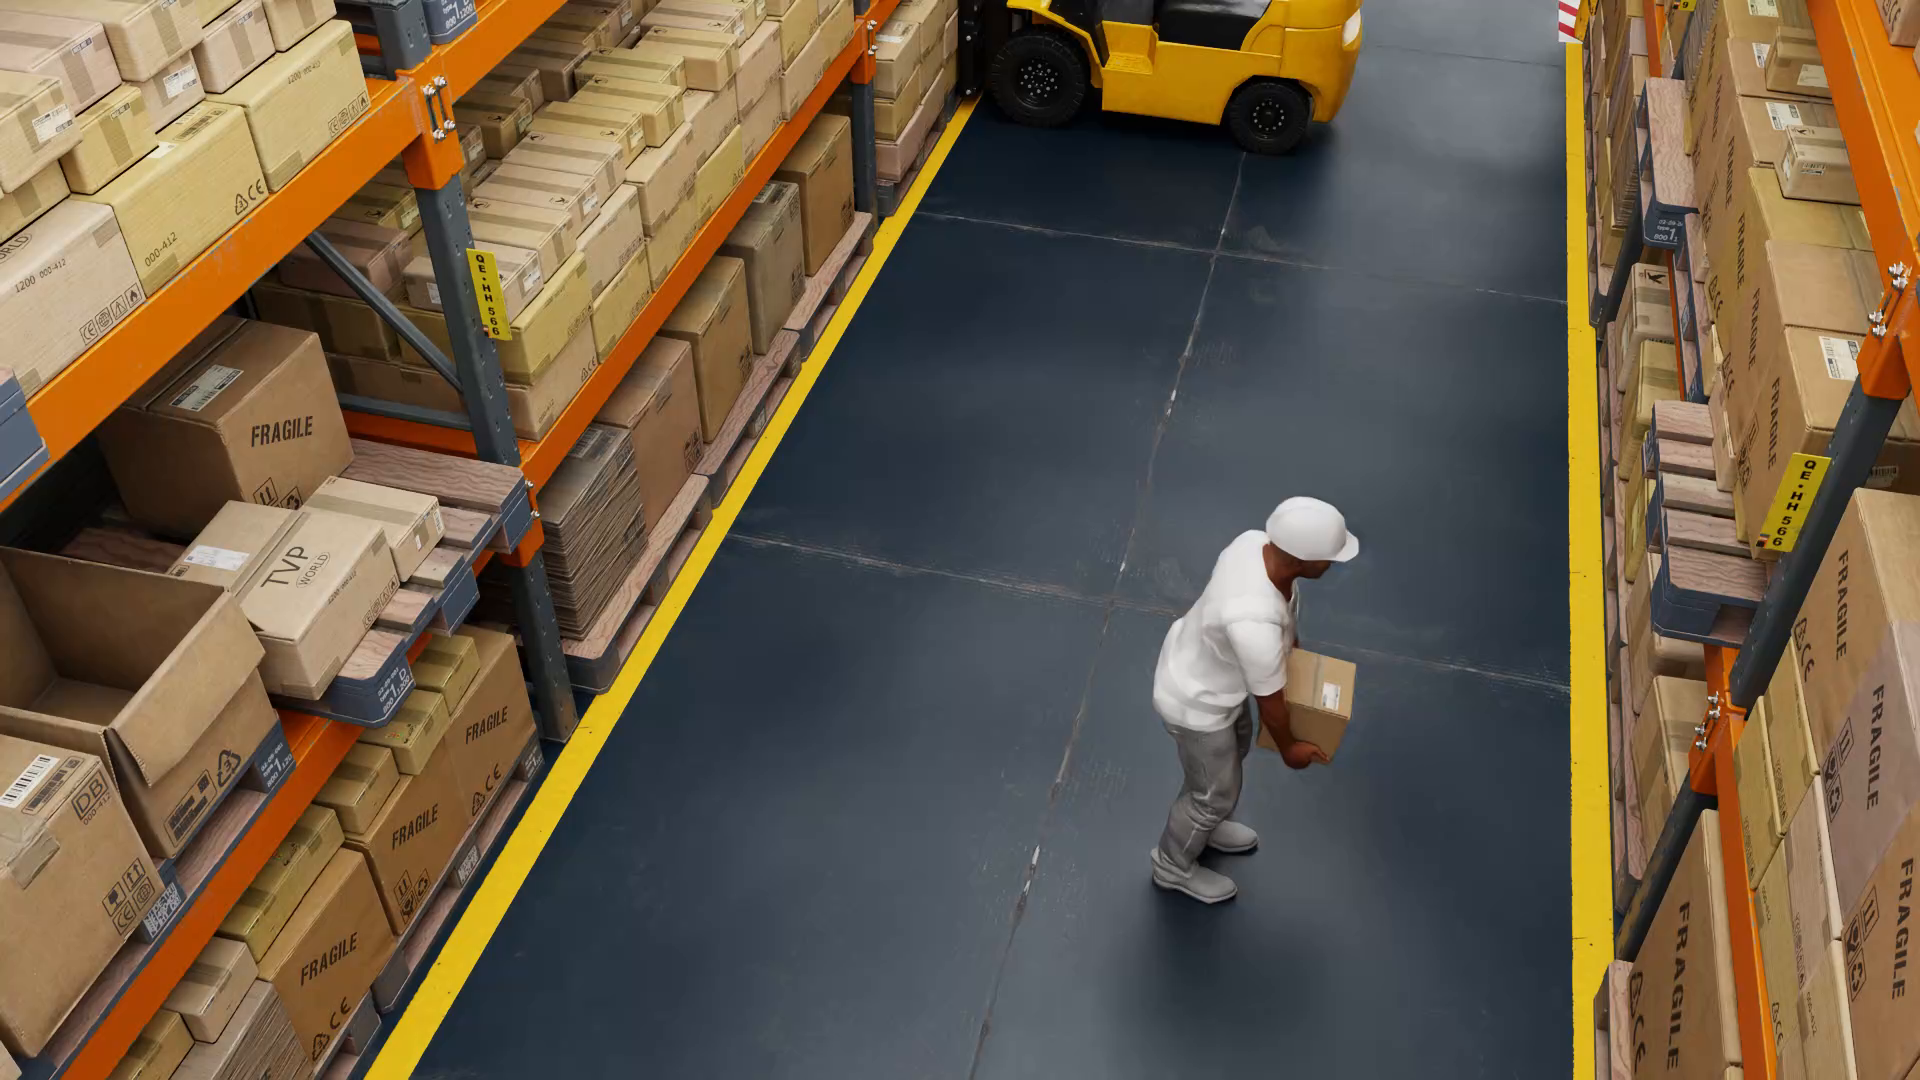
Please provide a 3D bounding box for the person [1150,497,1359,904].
[{"bbox_3d":[0.952,0.524,5.568,0.610,1.718,0.498,9,42,11],"label":"person"}]
